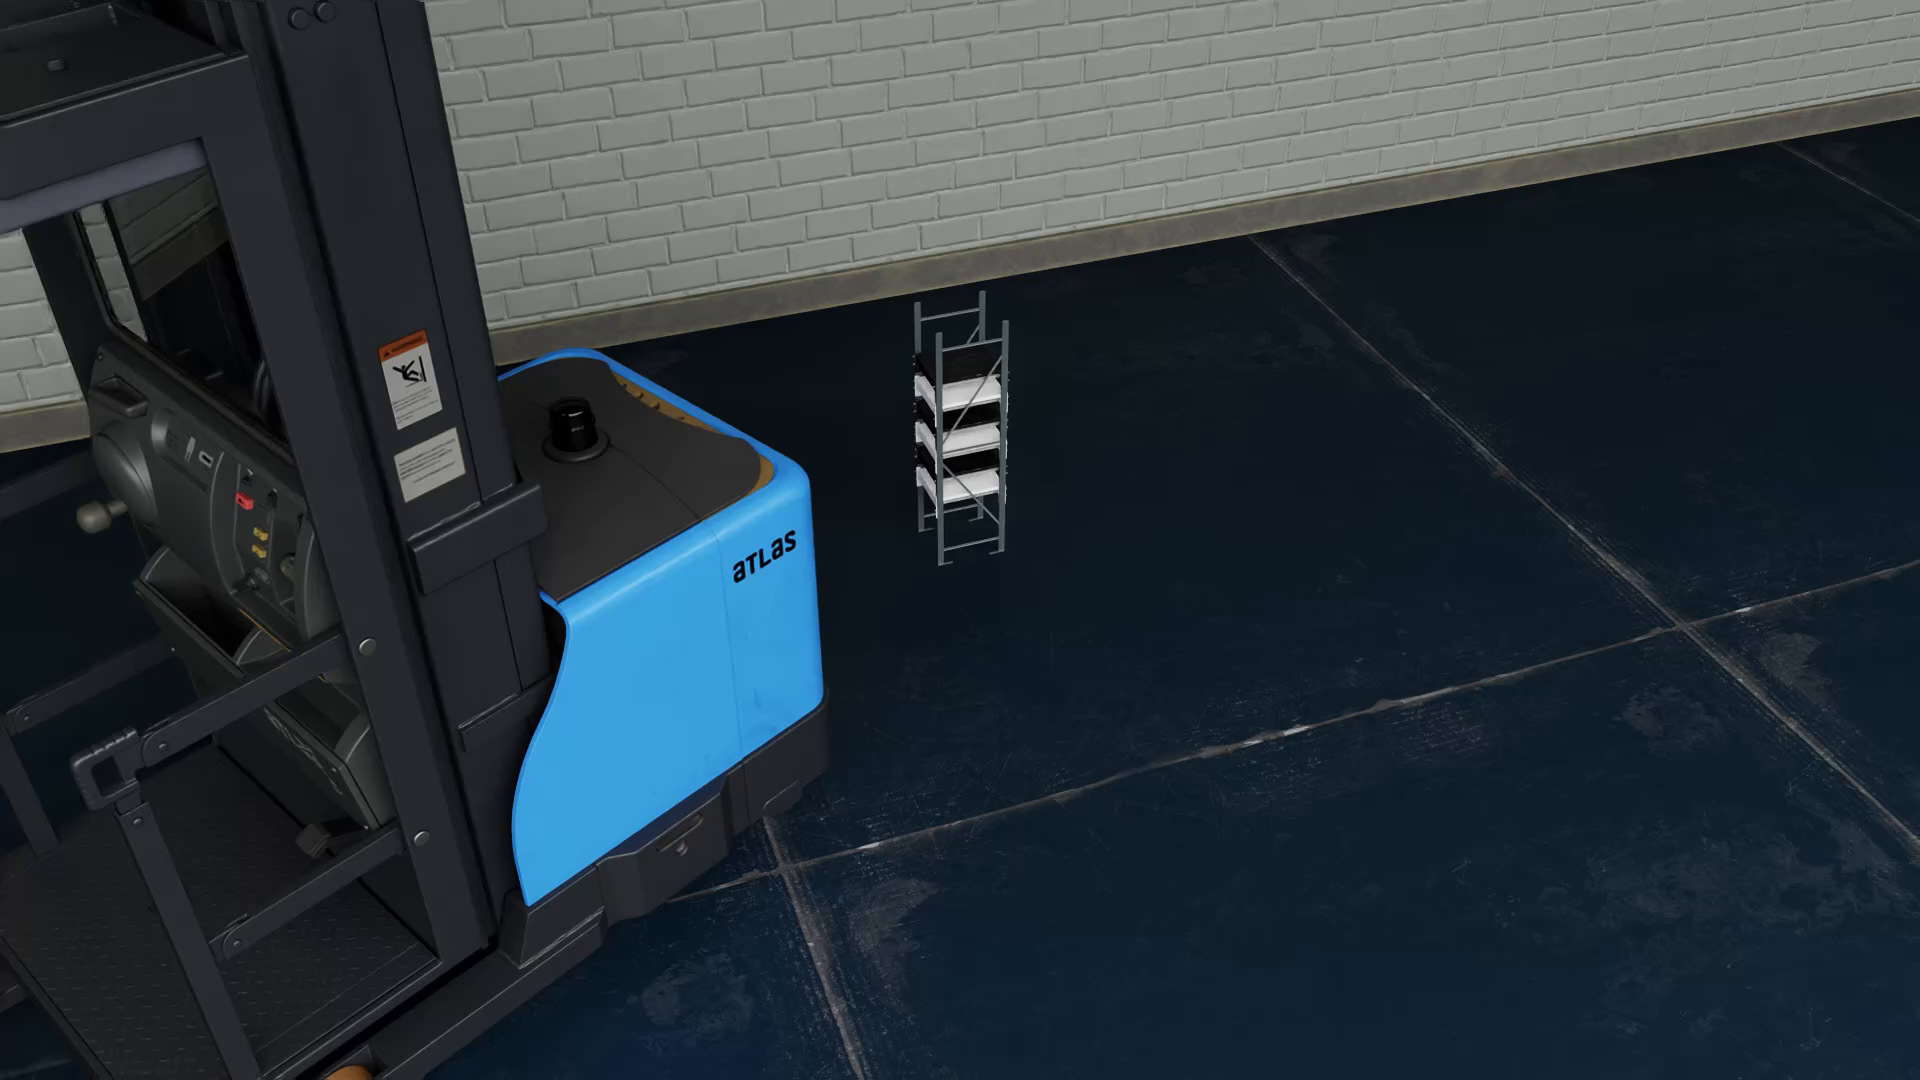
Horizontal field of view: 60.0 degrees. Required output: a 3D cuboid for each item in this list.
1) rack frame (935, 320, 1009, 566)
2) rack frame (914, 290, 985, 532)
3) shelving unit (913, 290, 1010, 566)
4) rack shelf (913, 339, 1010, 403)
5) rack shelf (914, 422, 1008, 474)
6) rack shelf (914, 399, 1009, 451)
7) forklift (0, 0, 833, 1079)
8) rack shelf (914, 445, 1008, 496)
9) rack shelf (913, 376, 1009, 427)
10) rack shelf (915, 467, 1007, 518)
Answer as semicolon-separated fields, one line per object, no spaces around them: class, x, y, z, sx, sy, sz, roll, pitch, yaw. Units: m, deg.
rack frame;0.038;-0.297;5.397;0.240;0.900;0.006;-12;39;-16
rack frame;-0.032;-0.412;5.549;0.240;0.900;0.006;-12;39;-16
shelving unit;0.003;-0.355;5.473;0.258;0.900;0.210;-12;39;-16
rack shelf;0.003;-0.544;5.331;0.258;0.077;0.200;-12;39;-16
rack shelf;0.003;-0.328;5.493;0.258;0.077;0.200;-12;39;-16
rack shelf;0.003;-0.400;5.439;0.258;0.077;0.200;-12;39;-16
forklift;-1.733;-0.036;3.362;1.130;2.935;3.031;29;46;33
rack shelf;0.003;-0.256;5.547;0.258;0.077;0.200;-12;39;-16
rack shelf;0.003;-0.472;5.385;0.258;0.077;0.200;-12;39;-16
rack shelf;0.003;-0.184;5.602;0.258;0.077;0.200;-12;39;-16
